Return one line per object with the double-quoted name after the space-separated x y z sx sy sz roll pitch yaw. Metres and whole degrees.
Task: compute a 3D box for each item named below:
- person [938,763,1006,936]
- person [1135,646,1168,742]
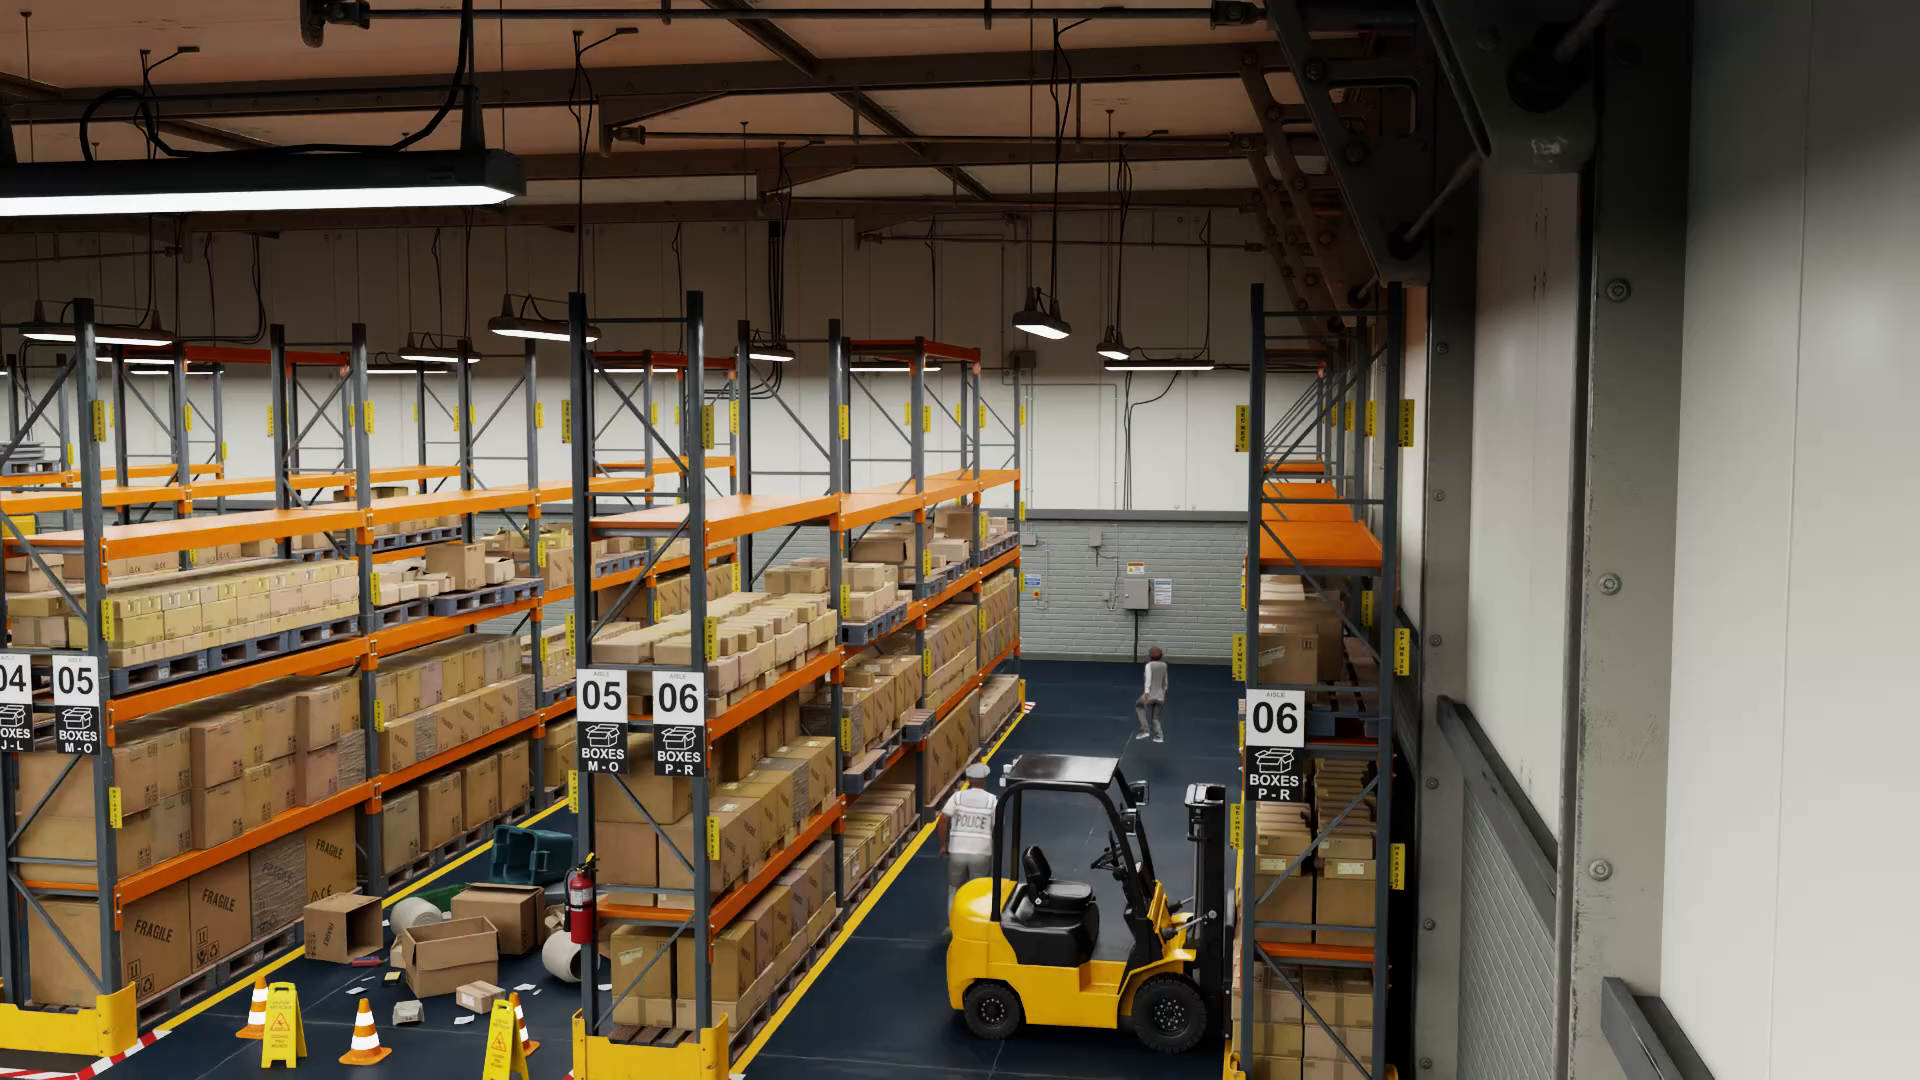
0.119 3.036 16.215 0.649 1.664 0.774 1 5 13 "person"
2.854 2.253 24.336 0.424 1.411 0.695 -1 5 -12 "person"
